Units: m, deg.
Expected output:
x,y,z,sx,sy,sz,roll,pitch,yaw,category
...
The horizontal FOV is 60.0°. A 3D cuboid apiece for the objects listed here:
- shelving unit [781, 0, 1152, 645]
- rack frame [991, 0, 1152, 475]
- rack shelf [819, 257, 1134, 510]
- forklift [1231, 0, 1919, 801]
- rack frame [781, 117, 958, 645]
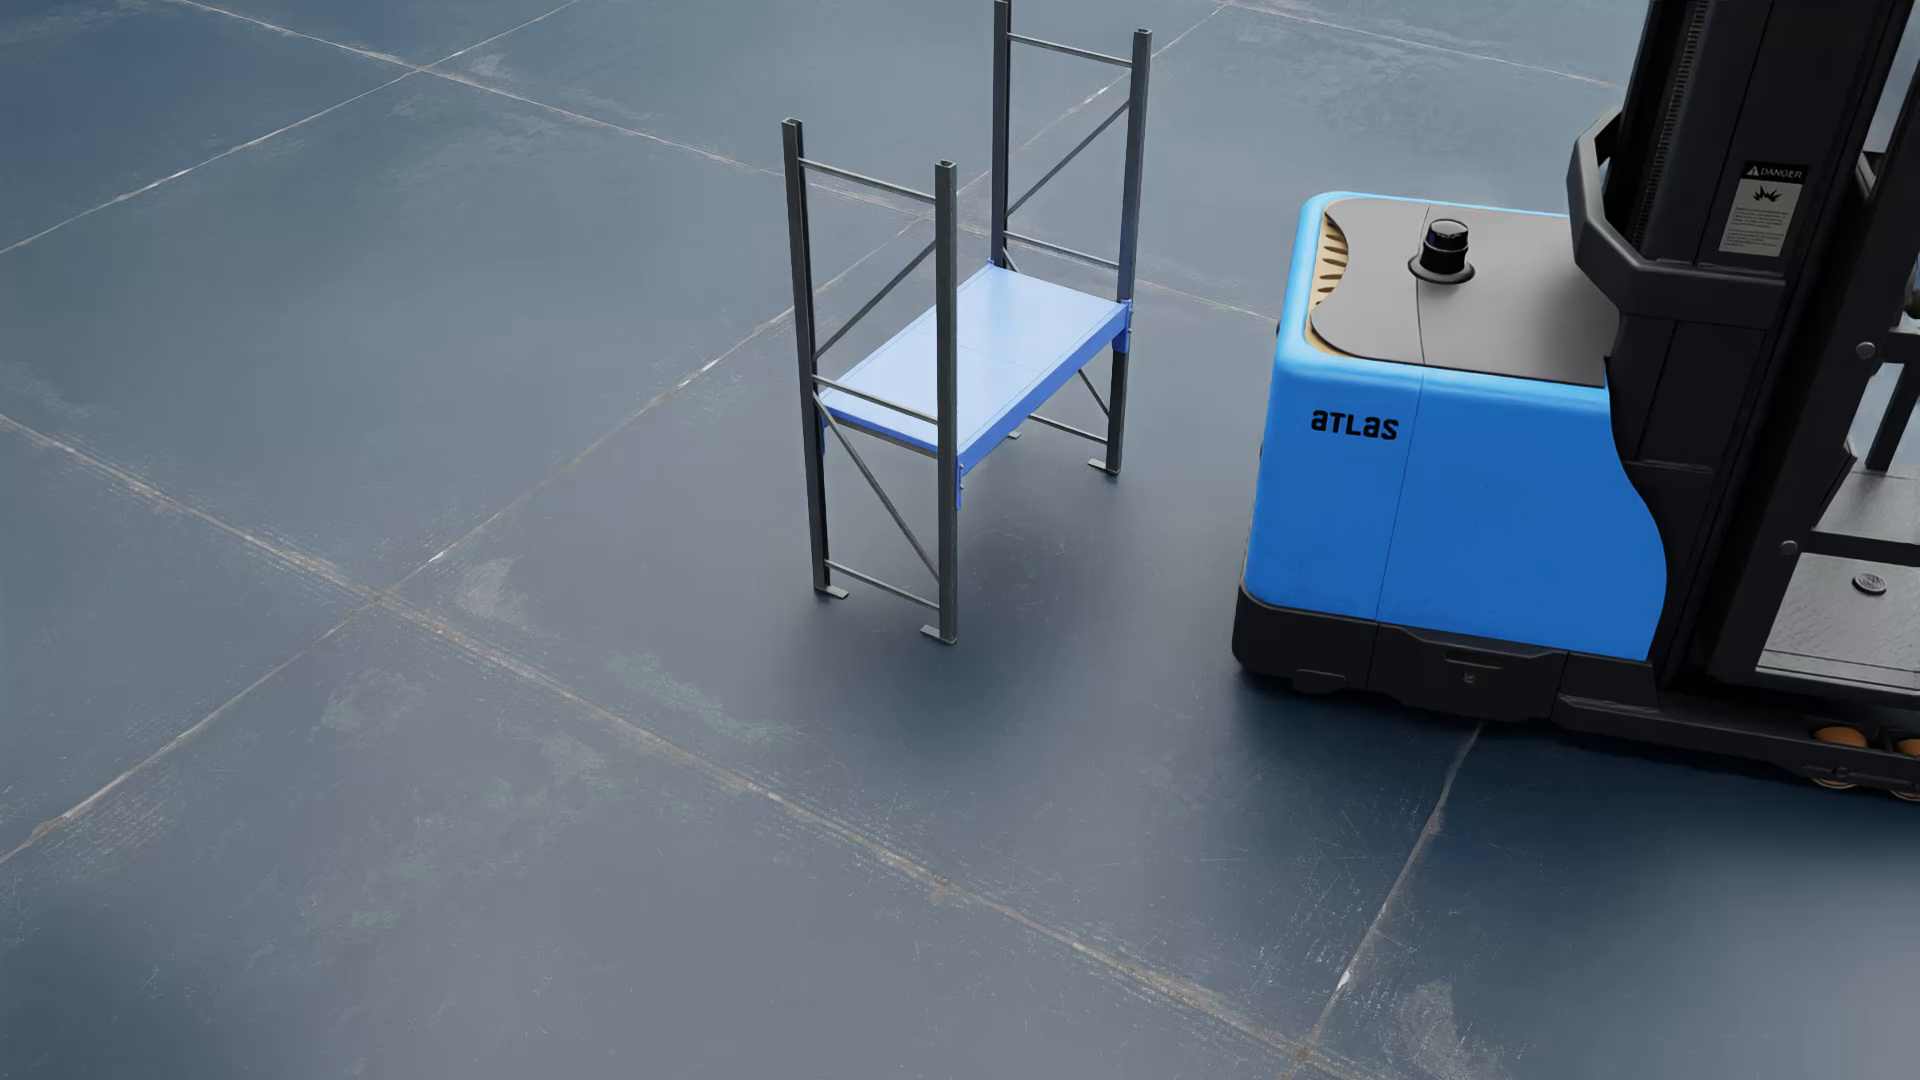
x,y,z,sx,sy,sz,roll,pitch,yaw,category
0.046,-0.638,4.849,0.538,1.500,1.048,21,42,25,shelving unit
0.318,-0.900,5.189,0.500,1.500,0.032,21,42,25,rack frame
0.046,-0.496,4.959,0.538,0.185,1.000,21,42,25,rack shelf
2.346,-0.835,3.933,3.031,2.935,1.130,8,38,11,forklift
-0.227,-0.376,4.509,0.500,1.500,0.032,21,42,25,rack frame
